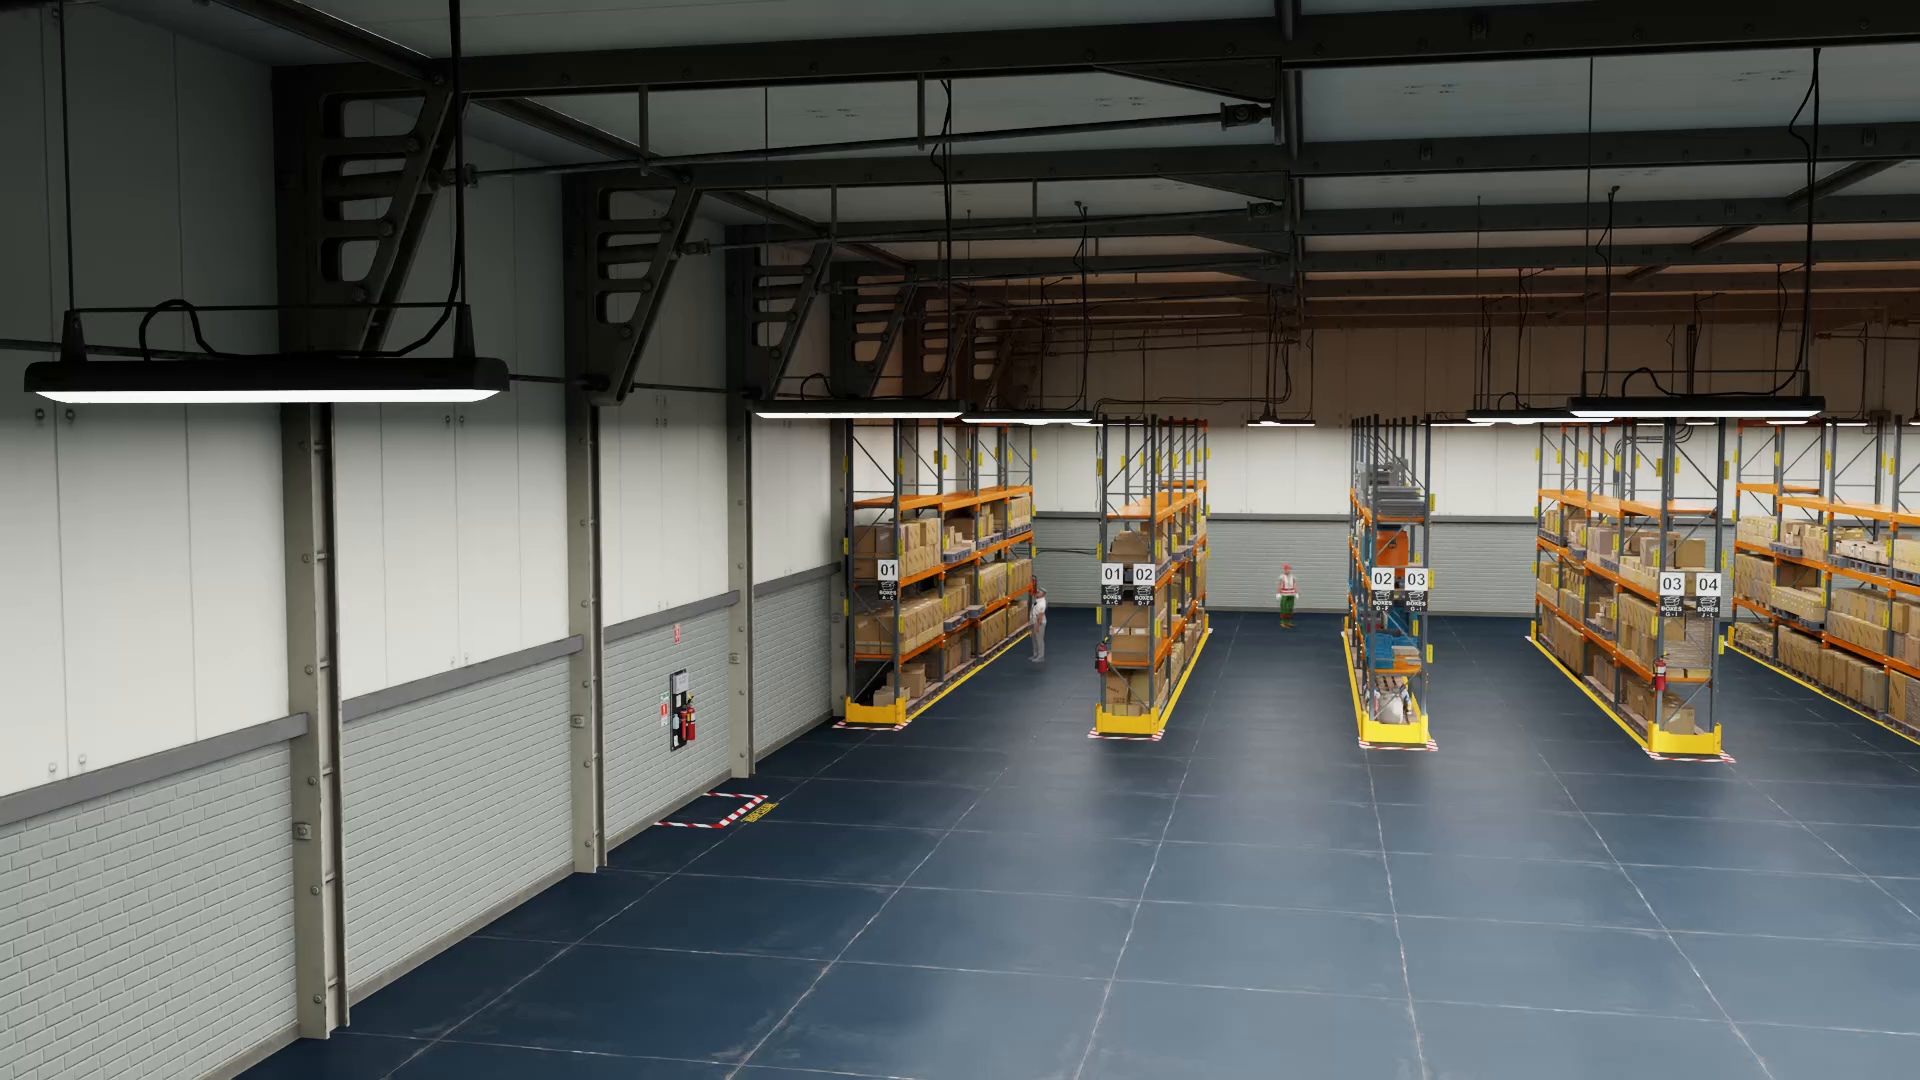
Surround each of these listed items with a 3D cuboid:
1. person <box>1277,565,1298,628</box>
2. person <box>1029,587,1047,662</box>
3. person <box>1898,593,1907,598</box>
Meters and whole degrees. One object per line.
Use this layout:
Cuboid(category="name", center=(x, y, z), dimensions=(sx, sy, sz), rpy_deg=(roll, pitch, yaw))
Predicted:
Cuboid(category="person", center=(9.504, 1.625, 48.129), dimensions=(0.595, 1.800, 0.524), rpy_deg=(0, 4, 1))
Cuboid(category="person", center=(1.860, 2.002, 39.665), dimensions=(0.439, 1.781, 0.587), rpy_deg=(-1, 4, -15))
Cuboid(category="person", center=(22.638, 2.179, 40.088), dimensions=(0.417, 1.823, 0.651), rpy_deg=(2, 4, 28))
